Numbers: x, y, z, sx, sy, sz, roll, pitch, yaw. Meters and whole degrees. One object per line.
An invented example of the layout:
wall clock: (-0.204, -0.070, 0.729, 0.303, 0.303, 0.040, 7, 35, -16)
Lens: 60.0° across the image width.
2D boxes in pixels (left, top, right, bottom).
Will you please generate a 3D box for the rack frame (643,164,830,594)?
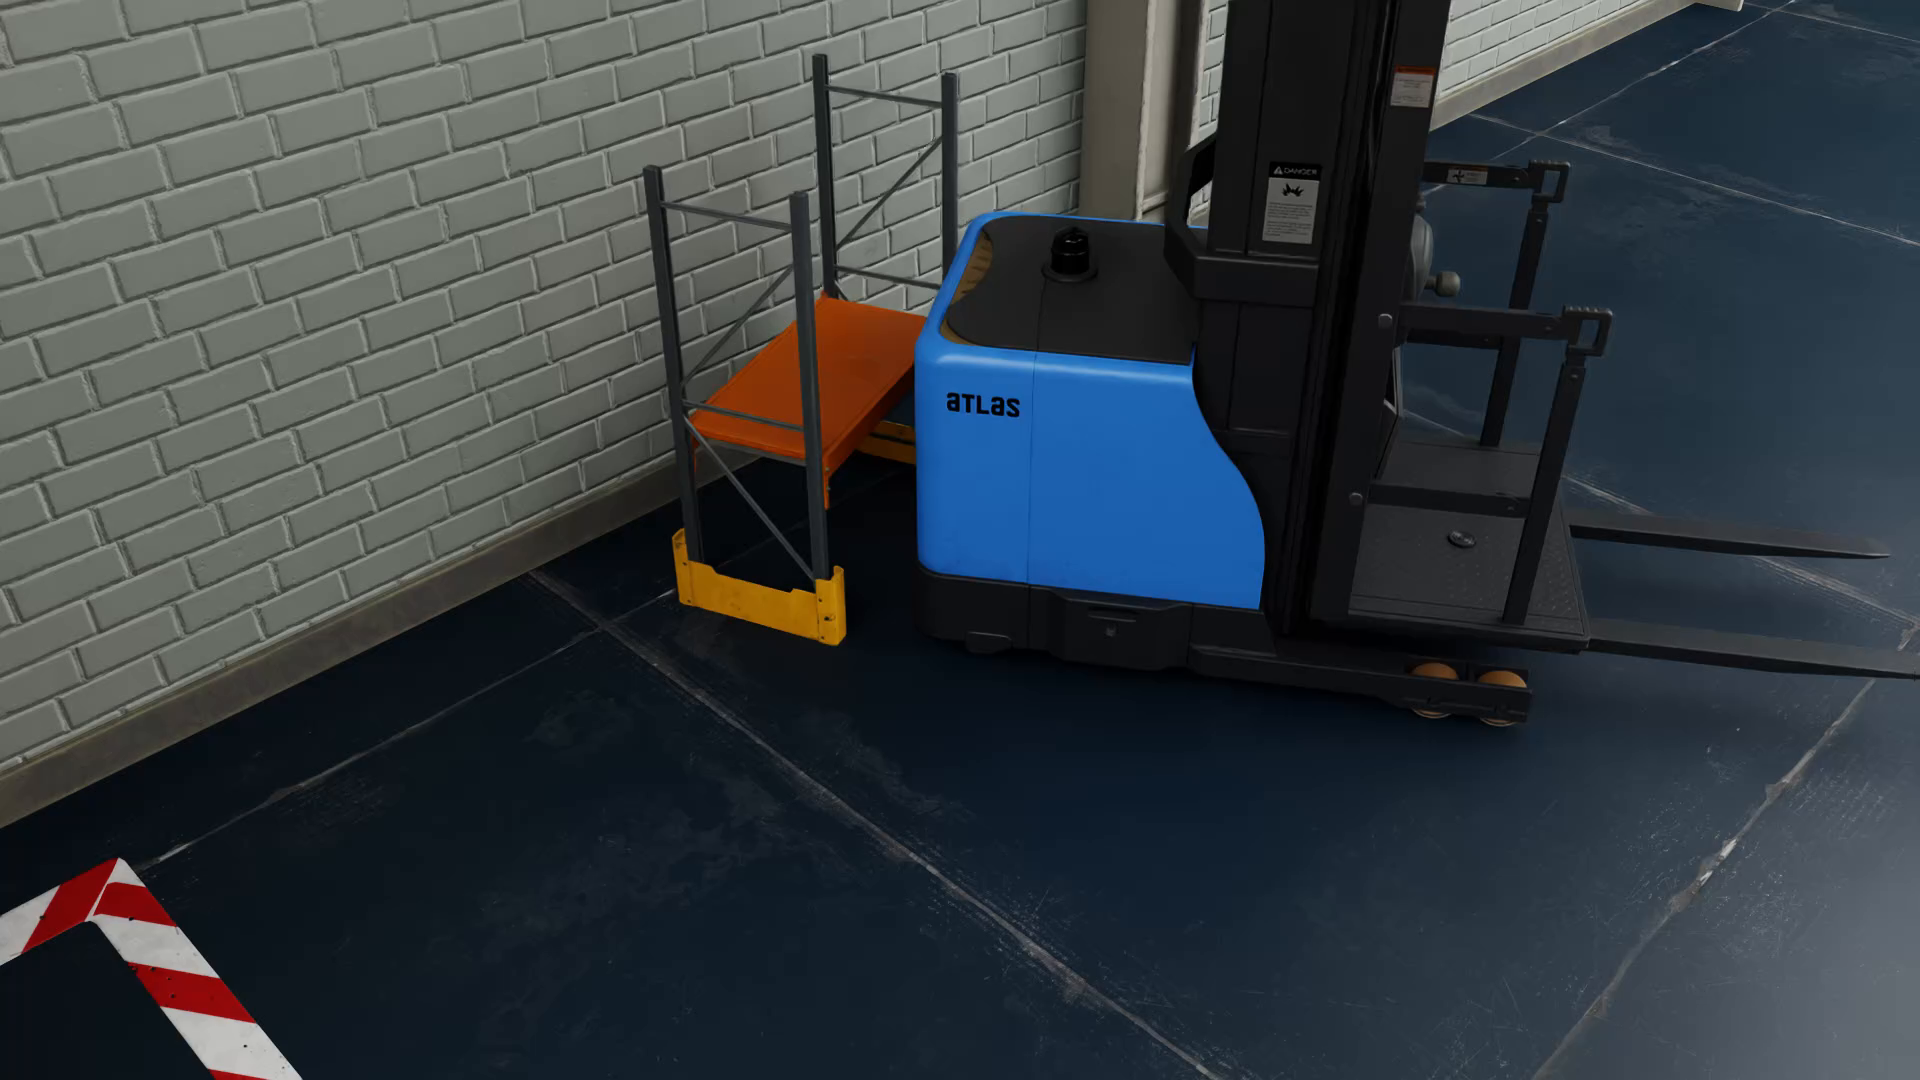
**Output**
rack frame: (-0.643, -0.366, 4.963, 0.500, 1.500, 0.032, 14, 37, 19)

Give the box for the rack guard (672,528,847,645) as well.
rack guard: (-0.643, 0.146, 5.322, 0.587, 0.250, 0.087, 14, 37, 19)

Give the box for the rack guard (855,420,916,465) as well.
rack guard: (-0.251, -0.378, 6.073, 0.587, 0.250, 0.087, 14, 37, 19)

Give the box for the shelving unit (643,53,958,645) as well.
shelving unit: (-0.447, -0.628, 5.340, 0.587, 1.500, 1.083, 14, 37, 19)

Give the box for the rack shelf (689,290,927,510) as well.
rack shelf: (-0.443, -0.486, 5.450, 0.538, 0.185, 1.000, 14, 37, 19)

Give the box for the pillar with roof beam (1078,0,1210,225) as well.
pillar with roof beam: (3.798, -3.021, 2.216, 9.100, 9.000, 0.400, 30, 45, 35)

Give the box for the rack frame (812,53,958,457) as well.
rack frame: (-0.243, -0.901, 5.730, 0.500, 1.500, 0.032, 14, 37, 19)

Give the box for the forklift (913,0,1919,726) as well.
forklift: (1.424, -0.979, 4.591, 3.031, 2.935, 1.130, 6, 35, 9)
